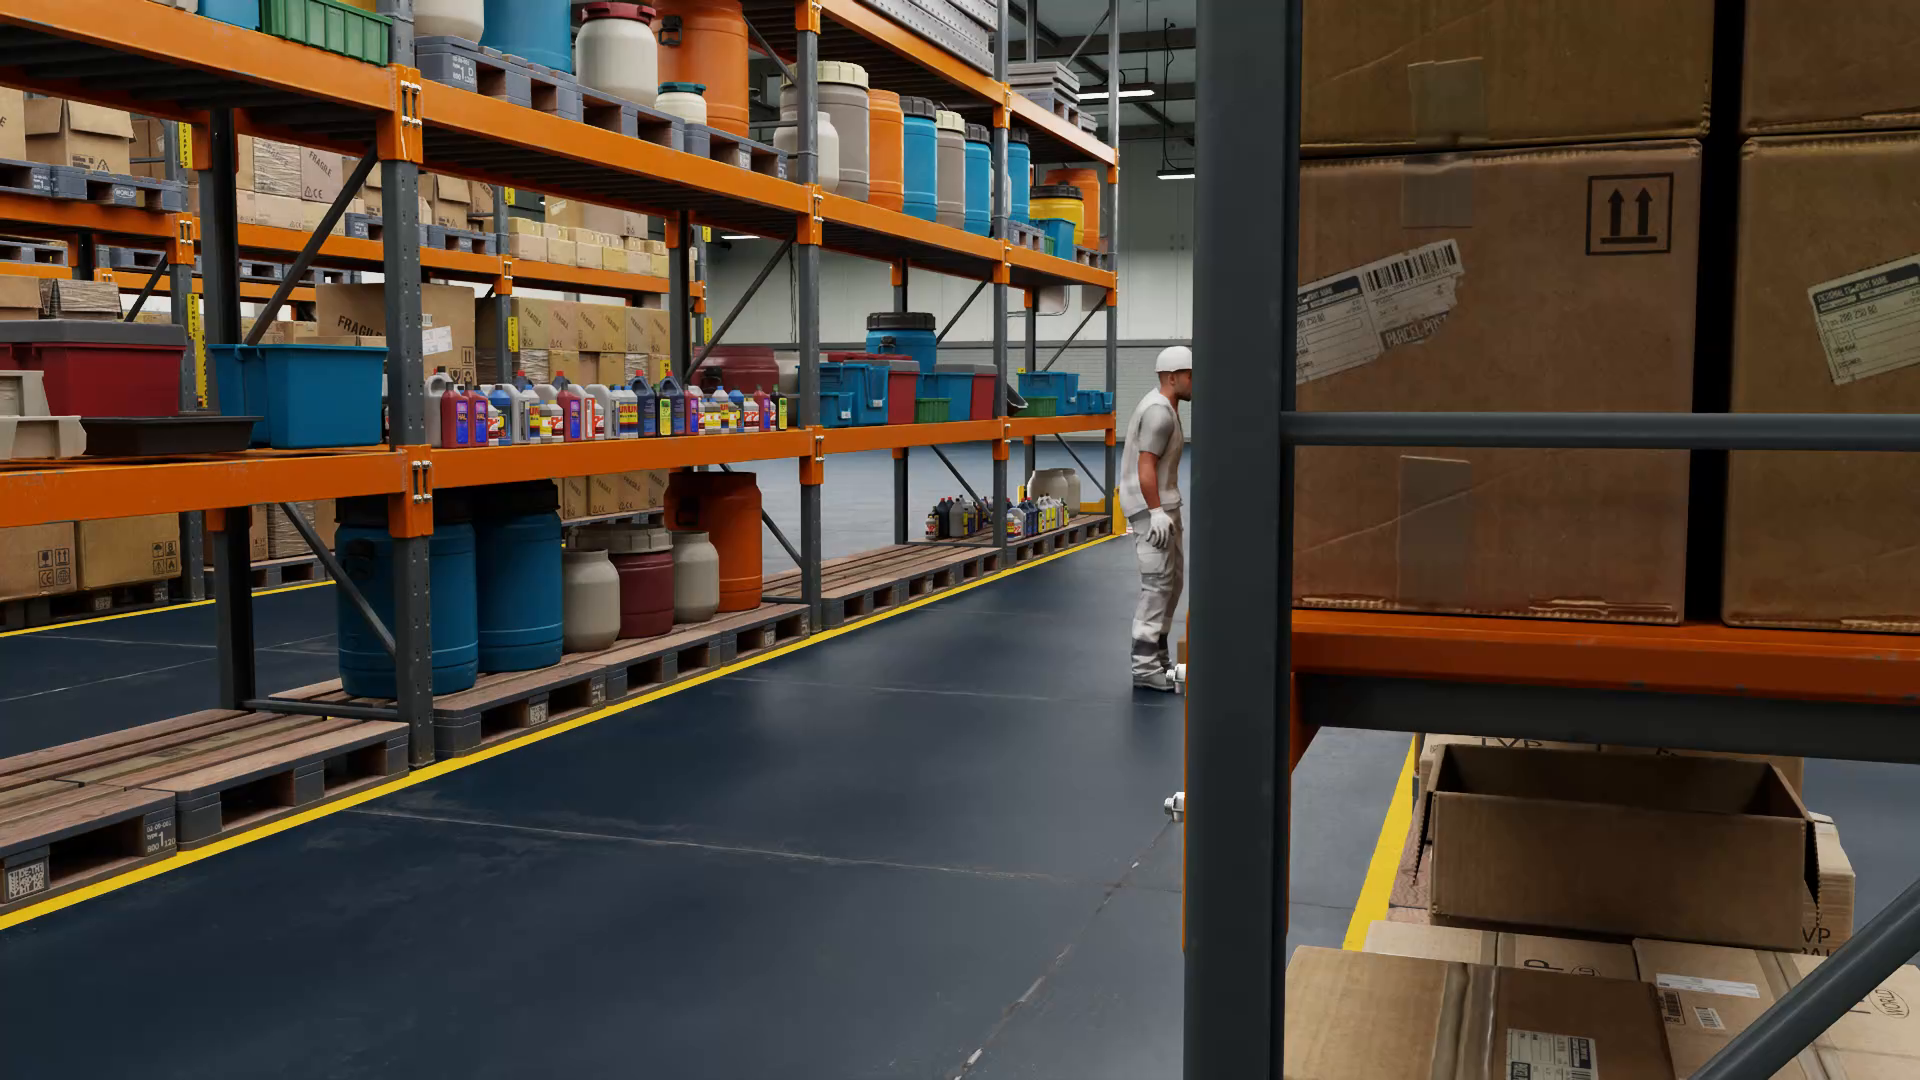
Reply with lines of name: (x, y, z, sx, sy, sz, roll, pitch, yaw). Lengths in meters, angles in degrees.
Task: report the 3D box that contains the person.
person: (1.071, -0.126, 8.758, 0.453, 1.778, 0.616, 1, 5, 15)
